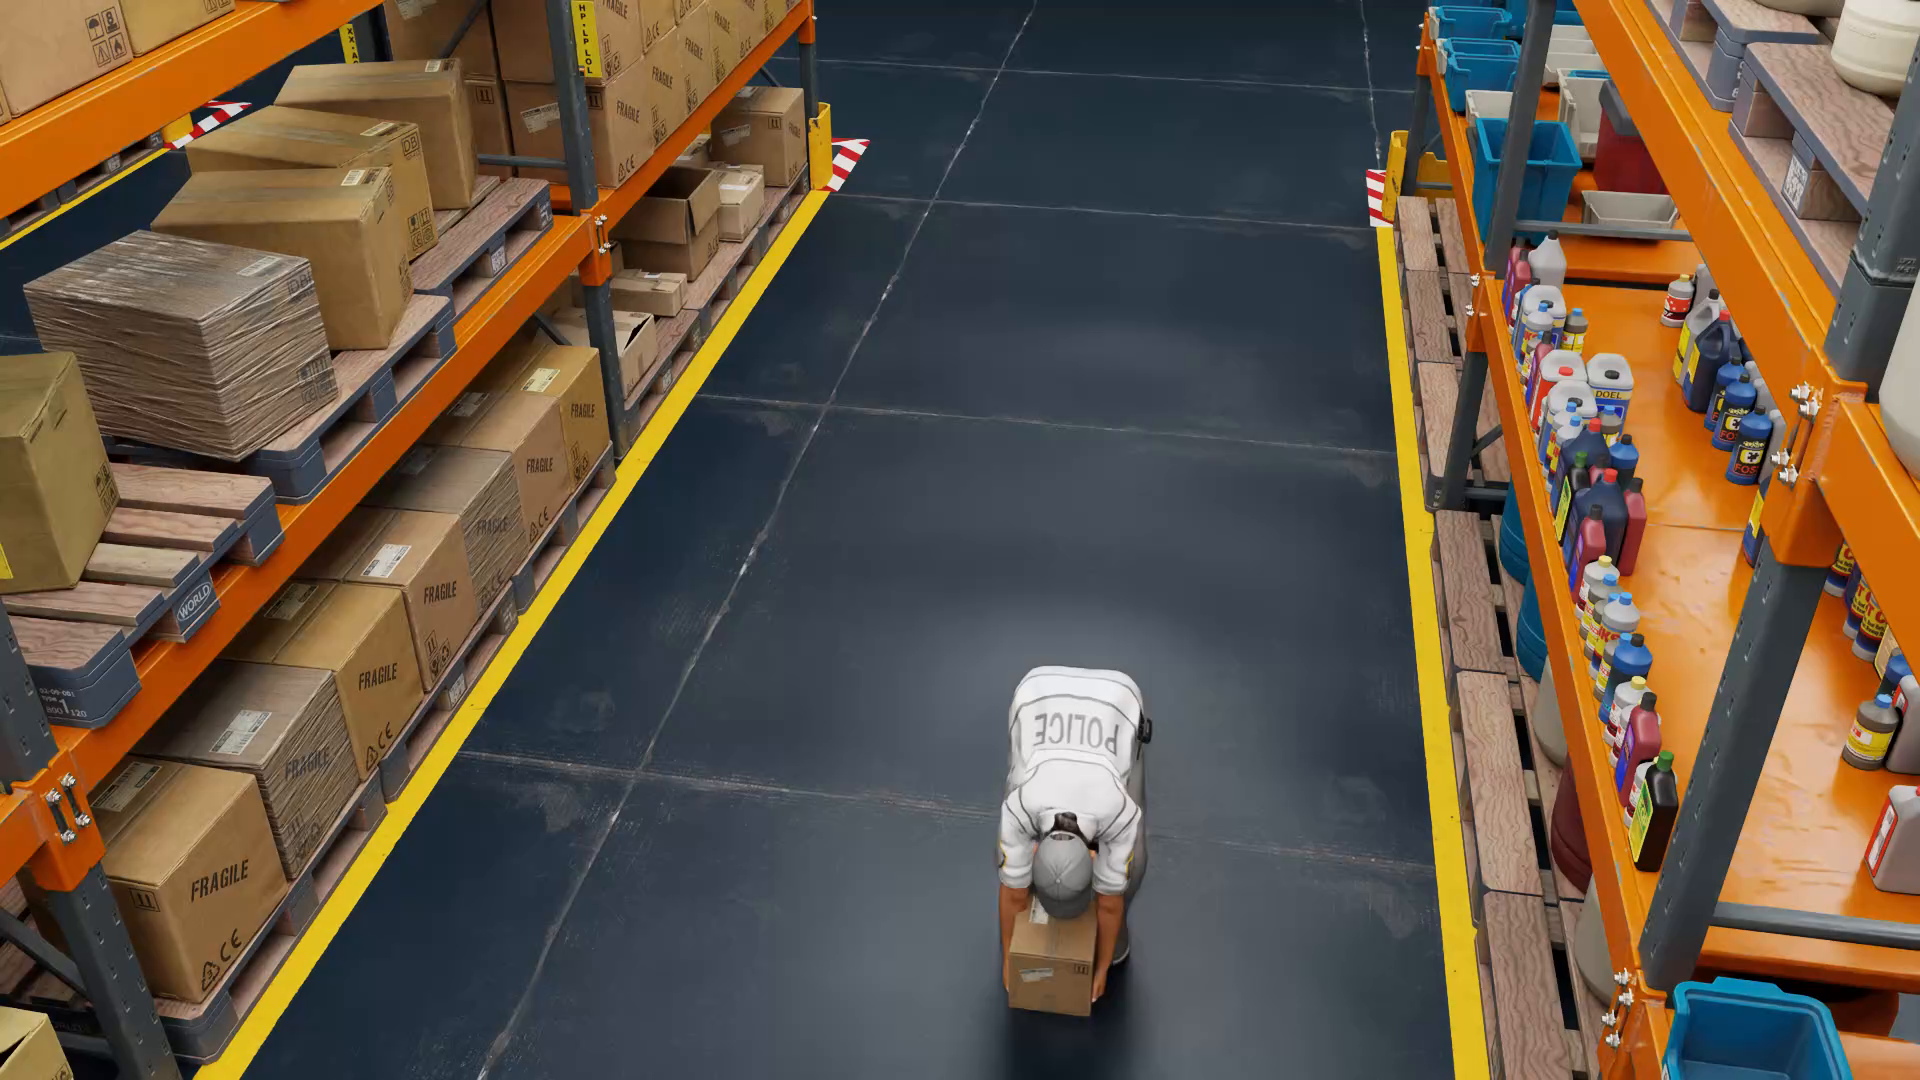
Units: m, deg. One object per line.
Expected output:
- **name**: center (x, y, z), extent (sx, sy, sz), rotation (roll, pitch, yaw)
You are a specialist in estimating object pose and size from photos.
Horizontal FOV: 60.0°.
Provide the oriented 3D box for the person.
- **person**: center (0.341, 0.987, 5.190), extent (0.492, 1.025, 0.951), rotation (4, 33, 6)
